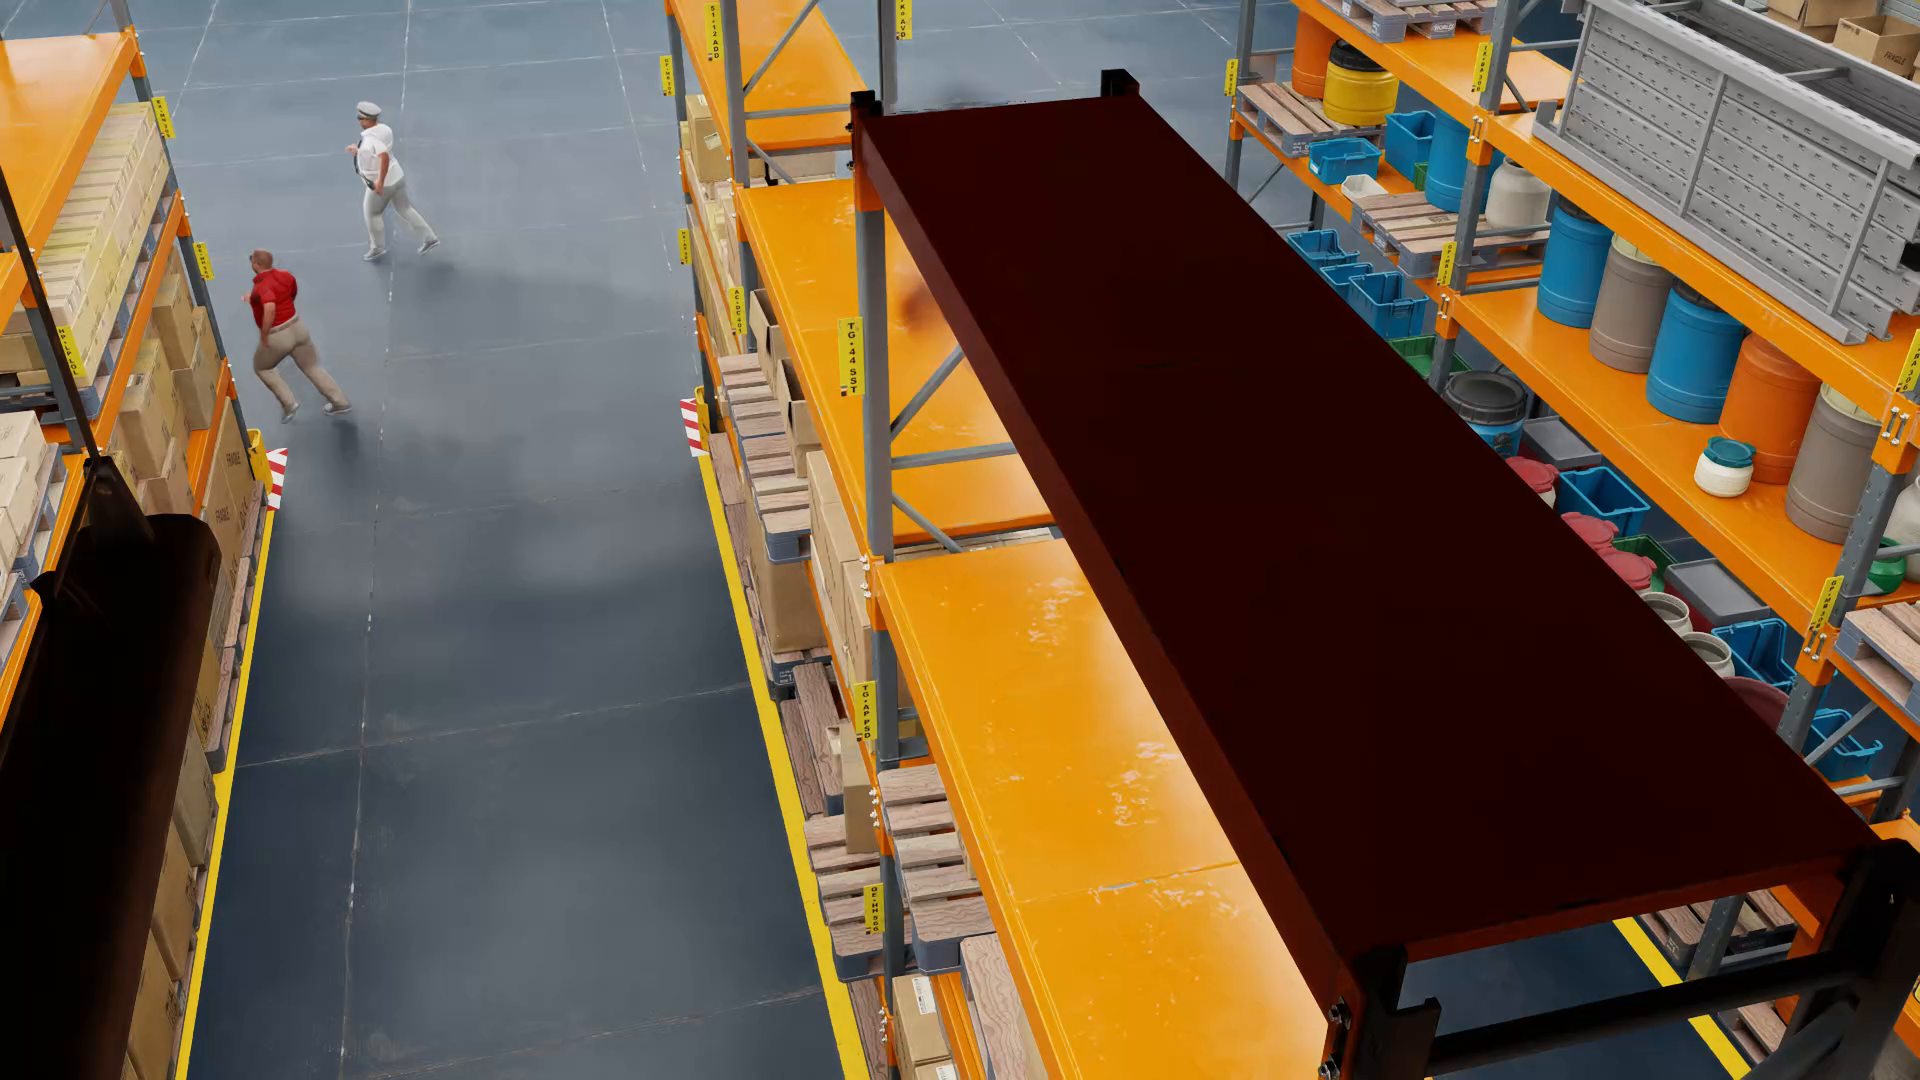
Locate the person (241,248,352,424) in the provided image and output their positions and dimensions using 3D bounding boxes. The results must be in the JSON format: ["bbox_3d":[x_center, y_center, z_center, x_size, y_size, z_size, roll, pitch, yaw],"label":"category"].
[{"bbox_3d":[-6.198,-1.828,15.266,0.905,1.770,0.676,13,36,18],"label":"person"}]

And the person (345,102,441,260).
[{"bbox_3d":[-6.259,-3.895,18.187,0.915,1.816,0.642,8,35,11],"label":"person"}]
